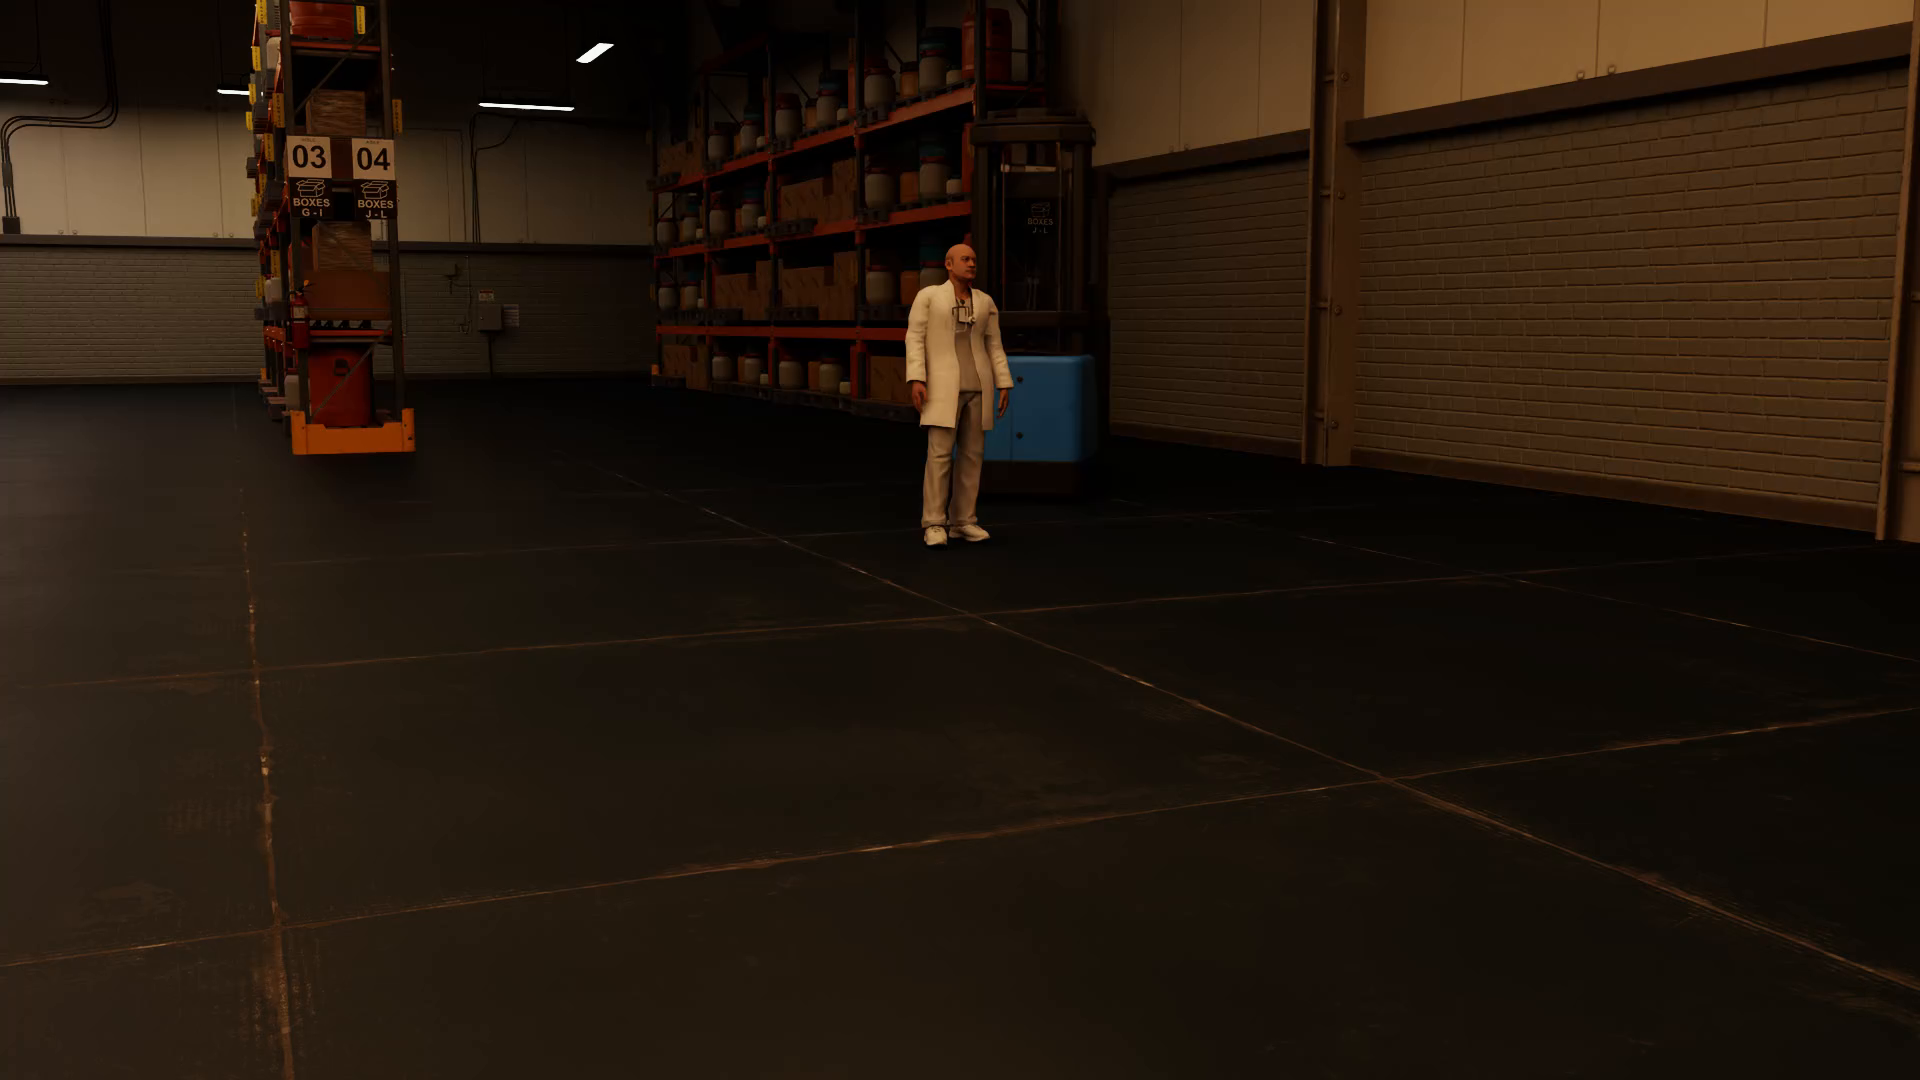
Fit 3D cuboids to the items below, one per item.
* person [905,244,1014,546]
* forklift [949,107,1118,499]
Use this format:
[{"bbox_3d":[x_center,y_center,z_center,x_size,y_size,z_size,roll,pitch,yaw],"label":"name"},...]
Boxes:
[{"bbox_3d":[0.033,-0.877,9.952,0.696,1.778,0.578,-3,8,-23],"label":"person"},{"bbox_3d":[0.677,-1.915,13.469,1.130,2.935,3.031,2,8,11],"label":"forklift"}]
